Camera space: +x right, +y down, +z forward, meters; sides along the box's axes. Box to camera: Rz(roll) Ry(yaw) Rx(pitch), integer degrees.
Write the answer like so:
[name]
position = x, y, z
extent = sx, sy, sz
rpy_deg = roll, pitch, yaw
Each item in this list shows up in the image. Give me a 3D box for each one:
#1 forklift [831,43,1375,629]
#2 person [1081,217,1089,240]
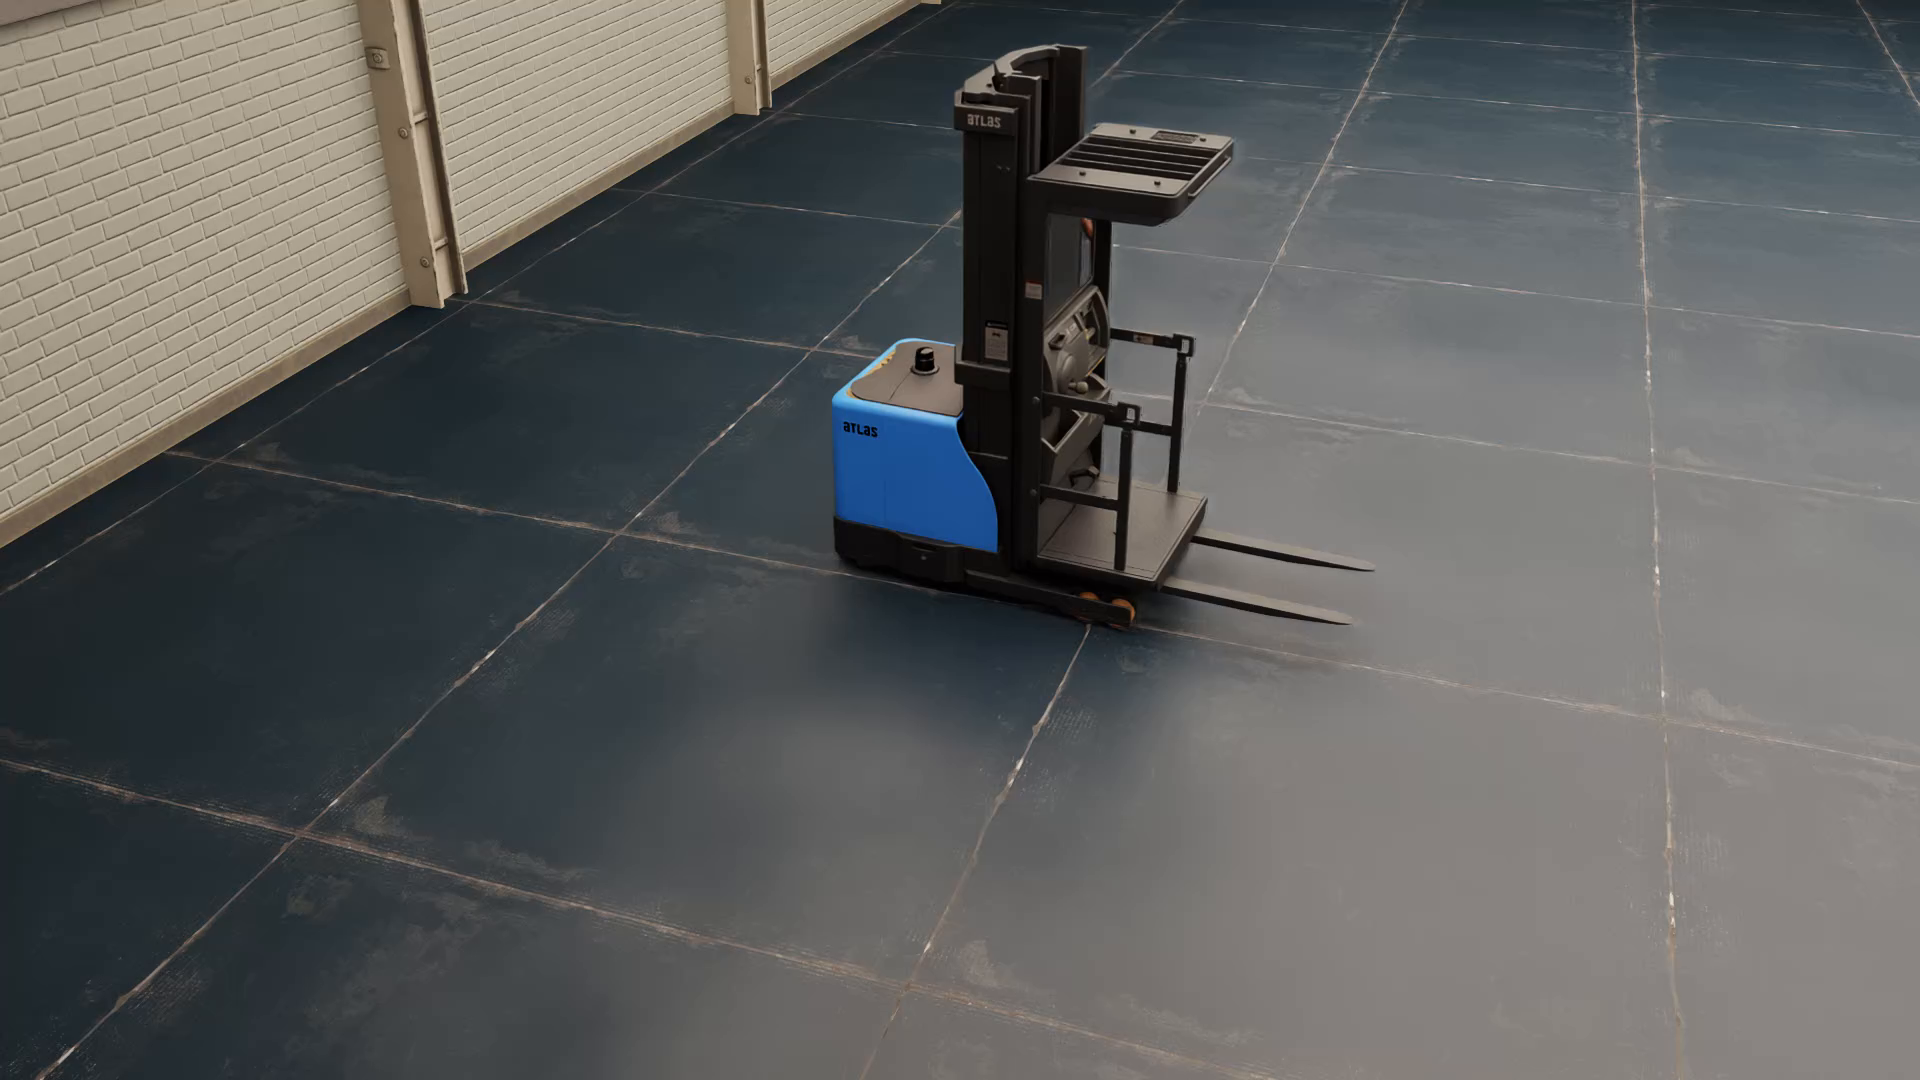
[forklift]
position = 0.824, -1.077, 9.026
extent = 3.031, 2.935, 1.130
rpy_deg = 12, 32, 20
[person]
position = 0.631, -2.093, 12.147
extent = 0.891, 1.639, 0.732
rpy_deg = 2, 30, 3
